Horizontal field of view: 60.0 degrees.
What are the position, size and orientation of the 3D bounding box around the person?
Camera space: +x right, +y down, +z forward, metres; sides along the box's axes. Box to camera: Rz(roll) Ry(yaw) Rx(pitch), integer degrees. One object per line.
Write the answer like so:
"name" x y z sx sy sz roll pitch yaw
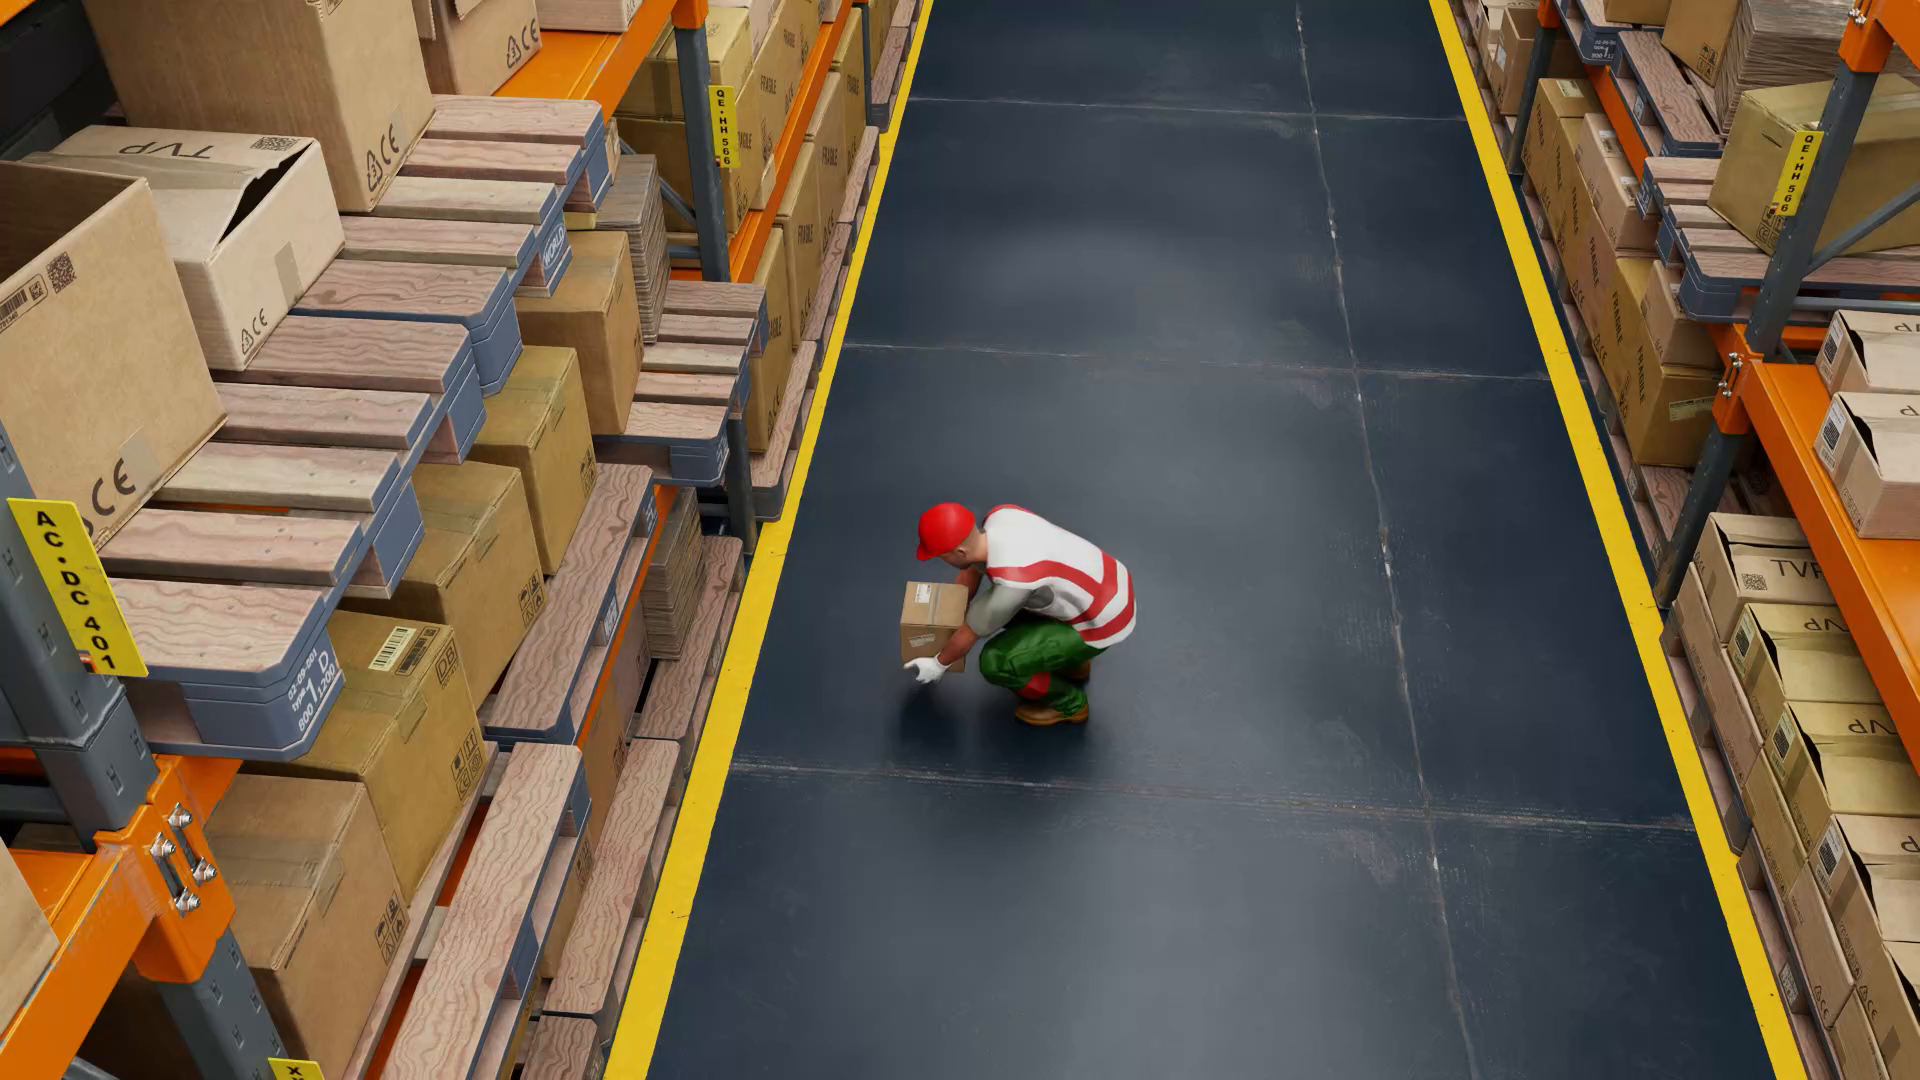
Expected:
"person" 0.235 0.245 6.472 0.902 0.994 0.544 2 40 3
